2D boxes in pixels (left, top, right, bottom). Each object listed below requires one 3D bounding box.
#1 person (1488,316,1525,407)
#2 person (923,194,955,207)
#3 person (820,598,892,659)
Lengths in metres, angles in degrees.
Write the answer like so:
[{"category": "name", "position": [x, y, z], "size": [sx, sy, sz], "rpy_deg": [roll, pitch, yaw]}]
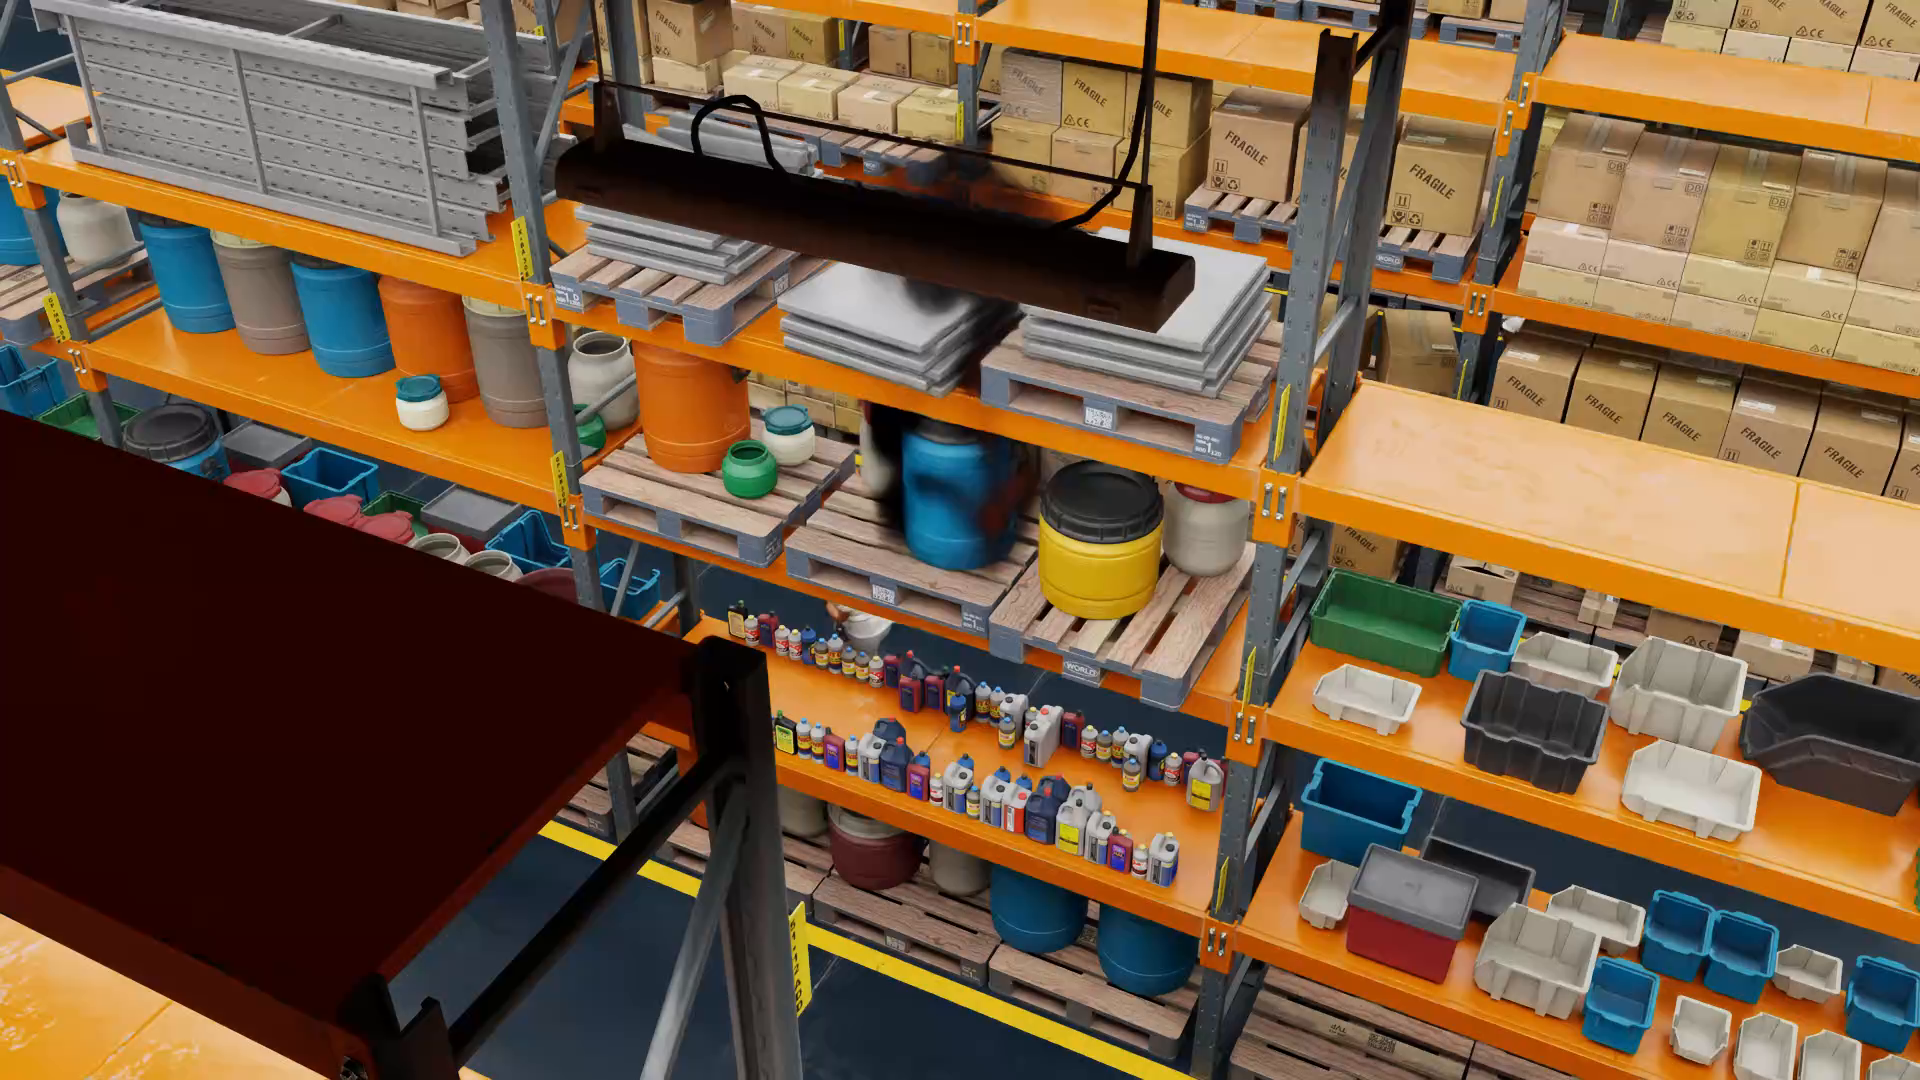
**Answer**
[{"category": "person", "position": [4.757, -1.117, 13.983], "size": [0.696, 1.710, 0.686], "rpy_deg": [8, 36, 11]}, {"category": "person", "position": [-0.185, -3.120, 16.914], "size": [0.756, 1.691, 0.664], "rpy_deg": [8, 36, 11]}, {"category": "person", "position": [-0.667, 0.625, 11.548], "size": [0.814, 1.698, 0.676], "rpy_deg": [16, 38, 22]}]
